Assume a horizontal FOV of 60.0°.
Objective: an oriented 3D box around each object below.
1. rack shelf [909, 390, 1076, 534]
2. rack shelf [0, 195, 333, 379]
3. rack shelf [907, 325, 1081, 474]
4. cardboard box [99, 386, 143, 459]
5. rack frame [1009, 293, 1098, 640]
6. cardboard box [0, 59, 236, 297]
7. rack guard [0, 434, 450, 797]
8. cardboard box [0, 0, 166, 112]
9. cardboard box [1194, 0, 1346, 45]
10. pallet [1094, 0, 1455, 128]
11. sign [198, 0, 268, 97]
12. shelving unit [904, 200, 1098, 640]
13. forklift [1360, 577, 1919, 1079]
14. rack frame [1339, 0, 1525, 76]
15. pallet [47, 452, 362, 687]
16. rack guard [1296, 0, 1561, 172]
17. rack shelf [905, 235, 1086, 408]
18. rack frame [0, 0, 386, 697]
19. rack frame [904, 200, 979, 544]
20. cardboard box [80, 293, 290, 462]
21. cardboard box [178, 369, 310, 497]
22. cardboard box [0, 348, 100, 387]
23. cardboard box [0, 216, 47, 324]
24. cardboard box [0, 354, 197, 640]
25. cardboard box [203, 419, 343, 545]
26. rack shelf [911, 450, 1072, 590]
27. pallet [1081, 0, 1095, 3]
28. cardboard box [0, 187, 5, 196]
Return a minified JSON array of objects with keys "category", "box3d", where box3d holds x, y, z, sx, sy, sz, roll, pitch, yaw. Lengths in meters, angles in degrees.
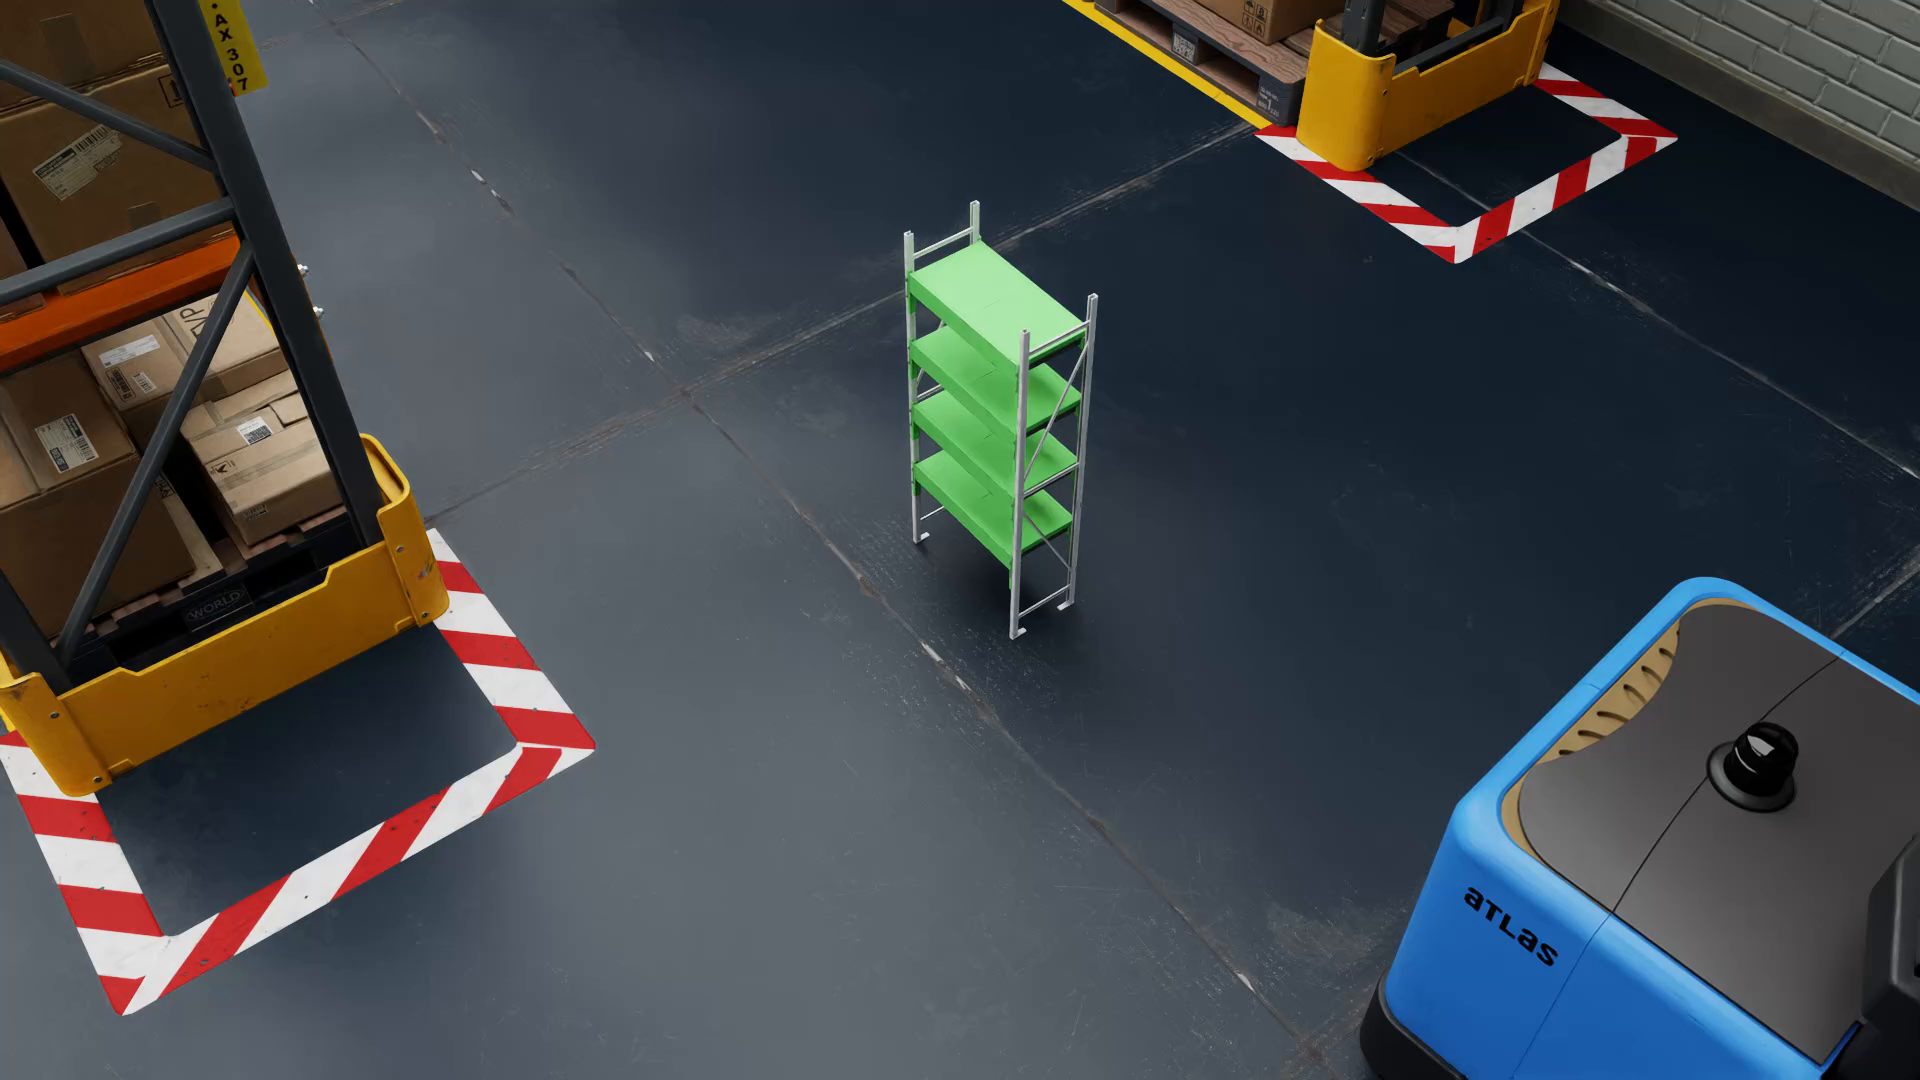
[{"category":"rack shelf","box3d":[0.100,-0.262,4.764,0.258,0.148,0.480,-29,54,-24]},{"category":"rack shelf","box3d":[-3.265,-1.532,5.099,1.077,0.370,4.000,-29,54,-24]},{"category":"rack shelf","box3d":[0.100,-0.424,4.587,0.258,0.148,0.480,-29,54,-24]},{"category":"cardboard box","box3d":[-2.753,-0.279,5.094,0.380,0.166,0.250,-29,54,-24]},{"category":"rack frame","box3d":[0.248,-0.162,4.587,0.240,1.200,0.015,-29,54,-24]},{"category":"cardboard box","box3d":[-2.113,-1.007,4.071,0.500,0.500,0.500,-28,54,-23]},{"category":"rack guard","box3d":[-2.100,0.201,4.731,1.175,0.500,0.348,-29,54,-24]},{"category":"cardboard box","box3d":[-2.113,-1.343,3.701,0.500,0.500,0.500,-28,54,-23]},{"category":"cardboard box","box3d":[1.383,-2.488,6.884,0.700,0.500,0.500,-29,54,-24]},{"category":"pallet","box3d":[1.340,-2.318,7.209,1.003,0.211,1.213,-29,54,-24]},{"category":"sign","box3d":[-1.622,-1.128,3.664,0.100,0.325,0.005,-29,54,-24]},{"category":"shelving unit","box3d":[0.100,-0.305,4.717,0.258,1.200,0.503,-29,54,-24]},{"category":"forklift","box3d":[2.351,0.832,2.517,1.130,2.935,3.031,-35,57,-28]},{"category":"rack frame","box3d":[1.886,-2.818,5.780,1.000,3.000,0.127,-29,54,-24]},{"category":"pallet","box3d":[-2.583,-0.172,5.263,1.003,0.211,1.213,-29,54,-24]},{"category":"rack guard","box3d":[1.901,-1.965,6.694,1.175,0.500,0.348,-29,54,-24]},{"category":"rack shelf","box3d":[0.100,-0.585,4.409,0.258,0.148,0.480,-29,54,-24]},{"category":"rack frame","box3d":[-2.054,-0.594,3.764,1.000,3.000,0.127,-29,54,-24]},{"category":"rack frame","box3d":[-0.048,-0.449,4.847,0.240,1.200,0.015,-29,54,-24]},{"category":"cardboard box","box3d":[-2.460,-0.561,5.293,0.500,0.250,0.500,-29,54,-24]},{"category":"cardboard box","box3d":[-2.185,-0.339,5.148,0.380,0.166,0.250,-29,54,-24]},{"category":"cardboard box","box3d":[-3.130,-0.602,5.330,0.500,0.250,0.500,-29,54,-24]},{"category":"cardboard box","box3d":[-2.542,-0.770,3.856,0.500,0.500,0.500,-28,54,-23]},{"category":"cardboard box","box3d":[-2.579,-0.112,4.717,0.500,0.500,0.500,-29,54,-24]},{"category":"cardboard box","box3d":[-2.034,-0.185,5.021,0.380,0.149,0.250,-29,54,-24]},{"category":"rack shelf","box3d":[0.100,-0.101,4.942,0.258,0.148,0.480,-29,54,-24]},{"category":"pallet","box3d":[0.606,-3.037,7.861,1.003,0.211,1.213,-29,54,-24]},{"category":"cardboard box","box3d":[-2.429,-1.309,4.345,0.500,0.500,0.500,-30,54,-24]}]
